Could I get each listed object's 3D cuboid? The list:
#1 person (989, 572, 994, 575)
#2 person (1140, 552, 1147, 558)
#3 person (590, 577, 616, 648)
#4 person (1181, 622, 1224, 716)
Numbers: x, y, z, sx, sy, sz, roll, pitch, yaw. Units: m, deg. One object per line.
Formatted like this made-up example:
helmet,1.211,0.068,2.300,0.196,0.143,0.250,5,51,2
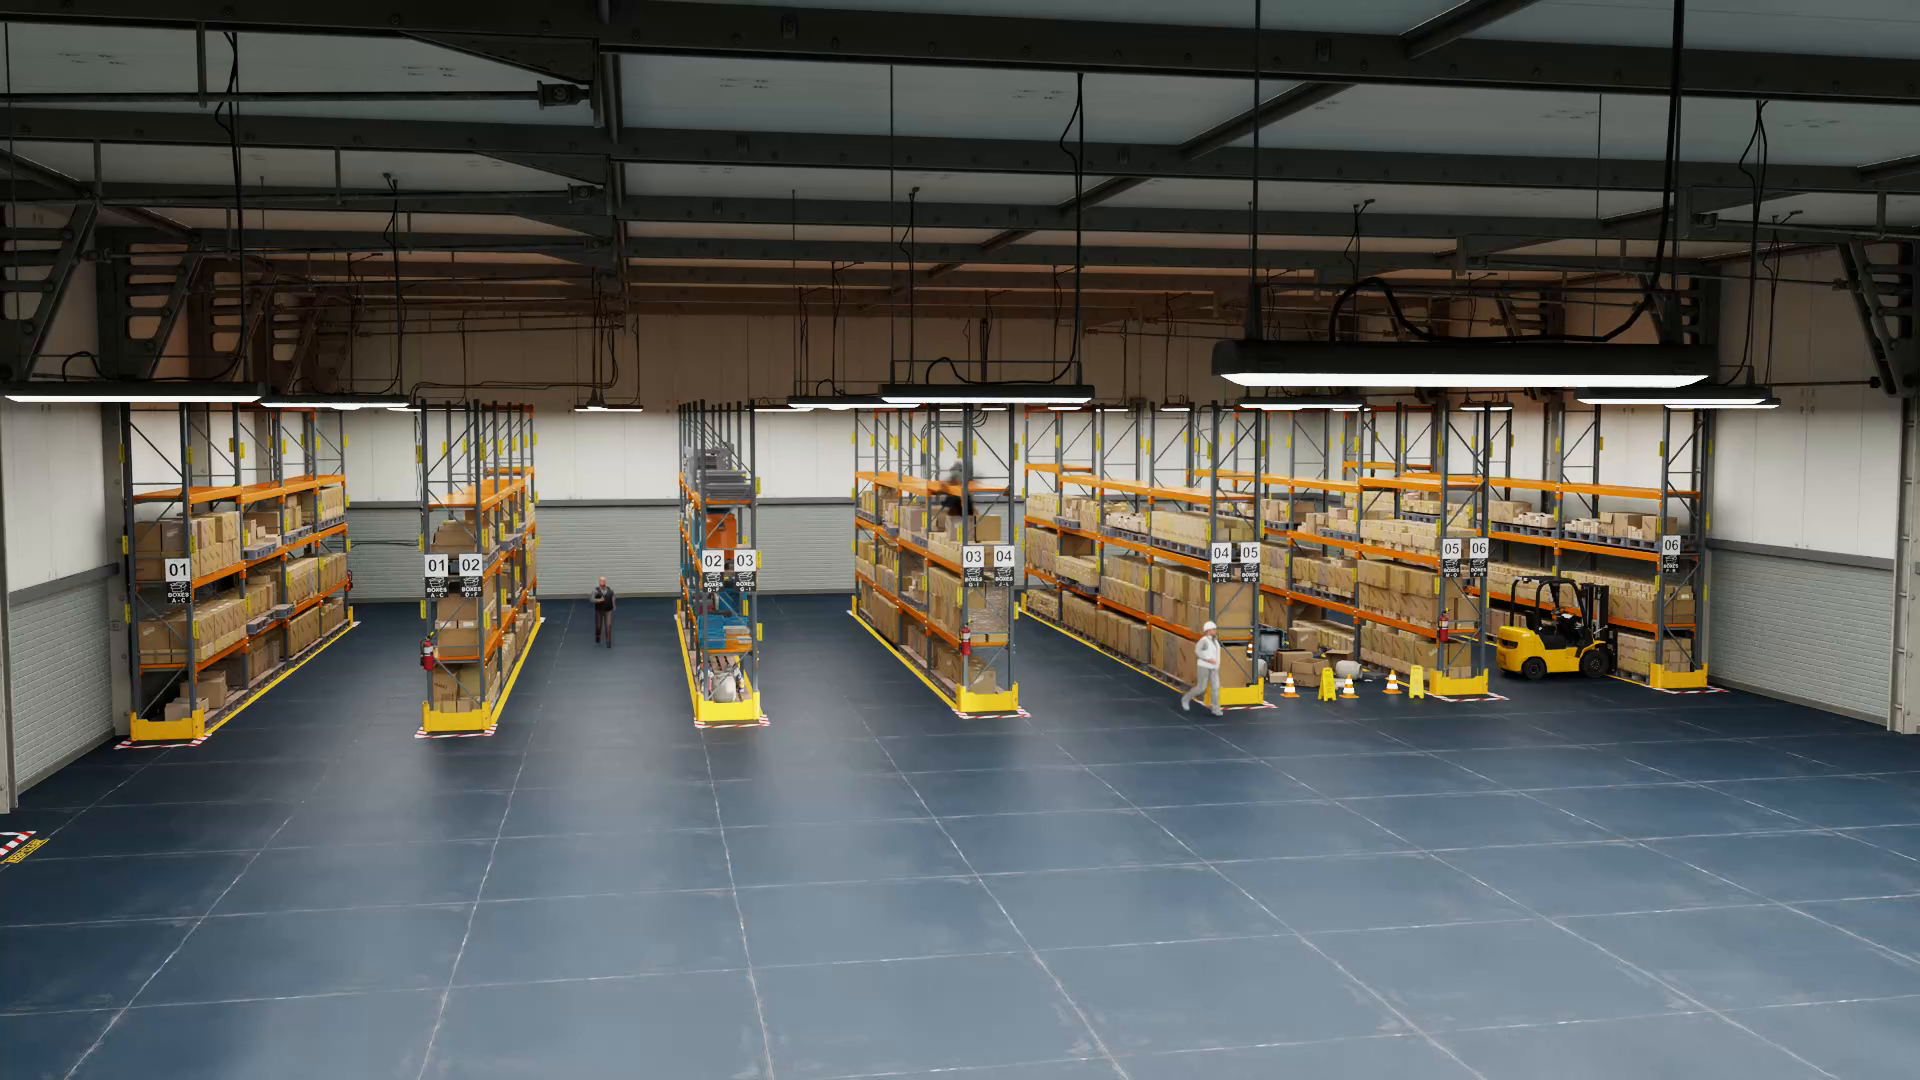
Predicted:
person,0.759,1.320,47.760,0.541,1.607,0.699,0,4,-5
person,5.575,1.079,50.684,0.645,1.657,0.648,0,4,-4
person,-8.759,1.760,40.851,0.657,1.707,0.971,-2,5,-21
person,4.778,2.440,31.812,0.721,1.741,0.956,-4,6,-42
